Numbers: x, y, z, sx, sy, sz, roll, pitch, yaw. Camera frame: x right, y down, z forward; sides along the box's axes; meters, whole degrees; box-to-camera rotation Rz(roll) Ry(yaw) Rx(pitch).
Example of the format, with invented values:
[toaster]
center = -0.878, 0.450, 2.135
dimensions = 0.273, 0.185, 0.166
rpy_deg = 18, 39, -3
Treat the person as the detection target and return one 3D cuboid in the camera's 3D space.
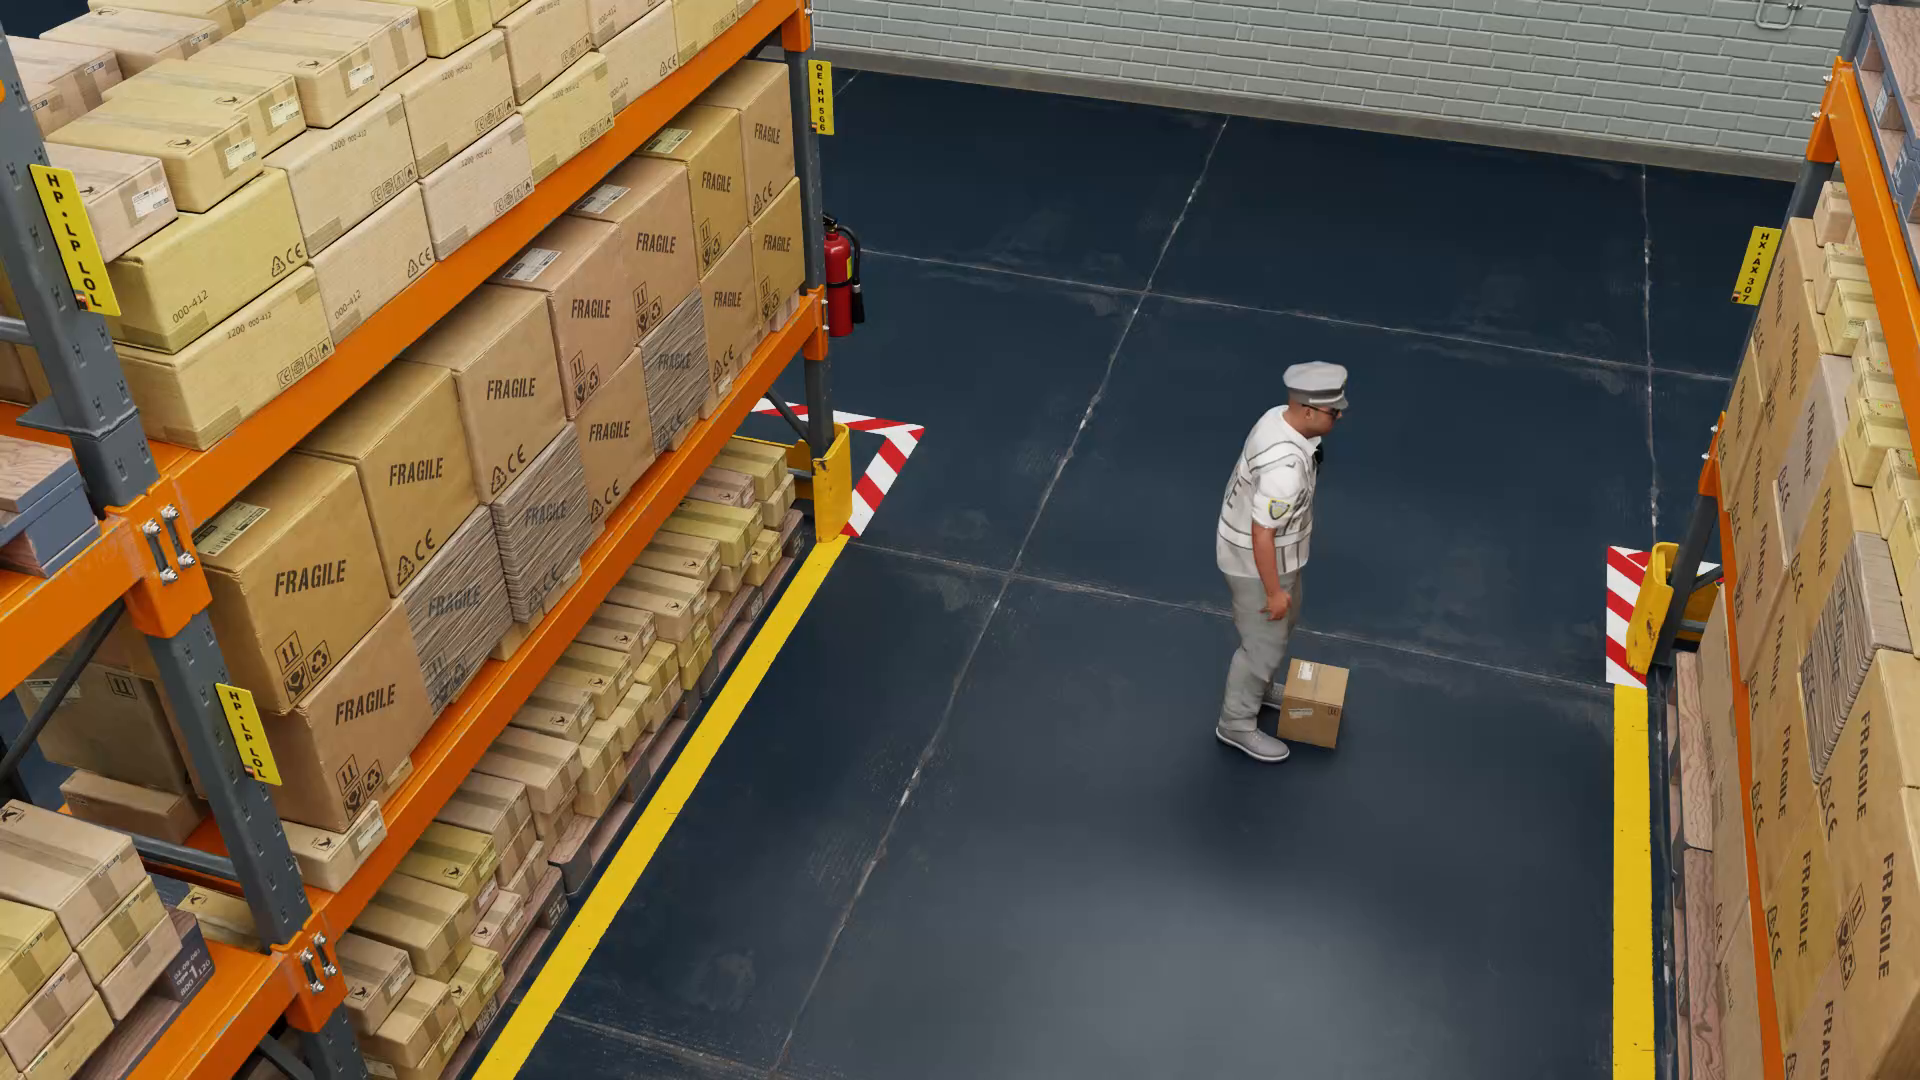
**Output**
[person]
center = 1.284, 0.061, 6.804
dimensions = 0.468, 1.748, 0.598
rpy_deg = 10, 38, 12
